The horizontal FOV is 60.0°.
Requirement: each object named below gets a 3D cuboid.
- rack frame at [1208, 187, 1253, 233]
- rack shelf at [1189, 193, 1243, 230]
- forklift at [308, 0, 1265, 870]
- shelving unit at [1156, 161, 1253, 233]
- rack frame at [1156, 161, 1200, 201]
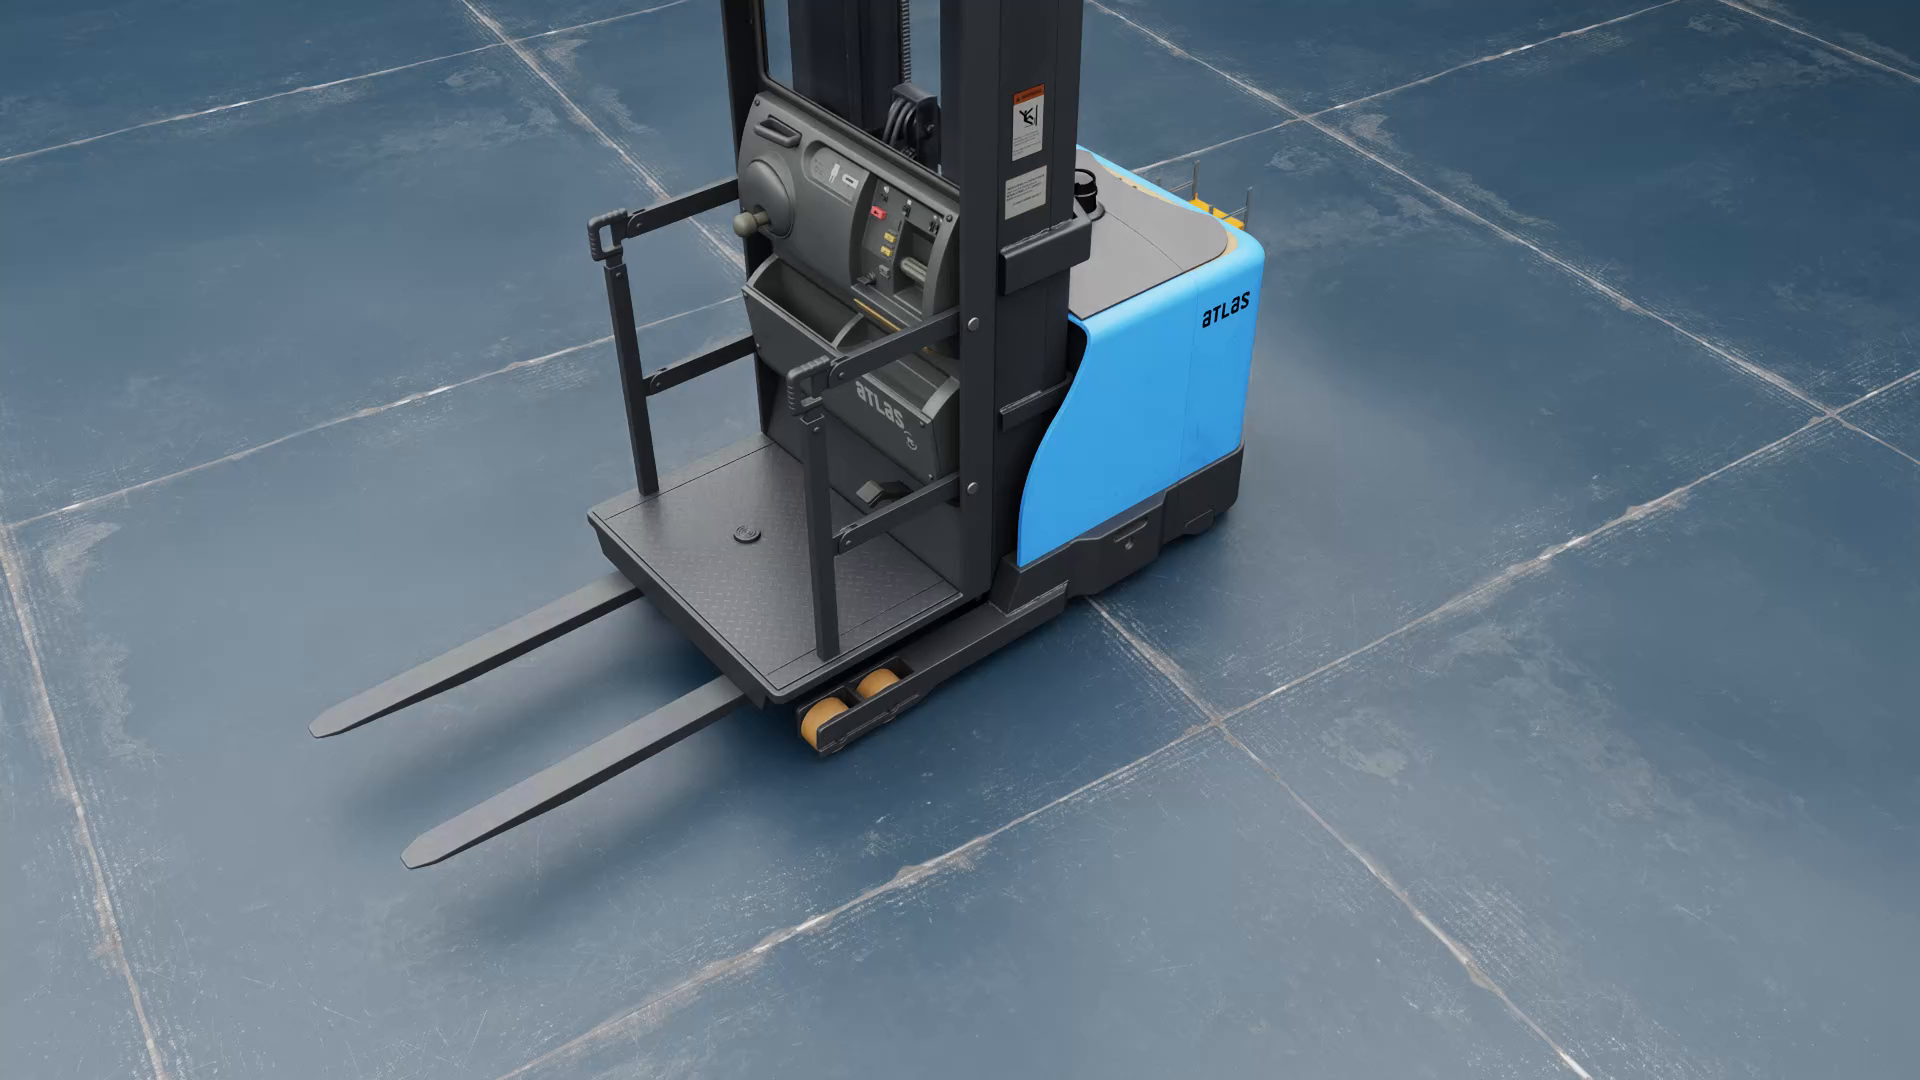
[{"bbox_3d":[0.891,-0.725,5.801,0.200,1.050,0.008,-28,47,-29],"label":"rack frame"},{"bbox_3d":[0.813,-0.996,5.698,0.215,0.259,0.240,-28,47,-29],"label":"rack shelf"},{"bbox_3d":[-0.488,-0.870,4.505,3.031,2.935,1.130,-28,47,-29],"label":"forklift"},{"bbox_3d":[0.813,-0.786,5.873,0.215,1.050,0.252,-28,47,-29],"label":"shelving unit"},{"bbox_3d":[0.736,-0.846,5.945,0.200,1.050,0.008,-28,47,-29],"label":"rack frame"}]
